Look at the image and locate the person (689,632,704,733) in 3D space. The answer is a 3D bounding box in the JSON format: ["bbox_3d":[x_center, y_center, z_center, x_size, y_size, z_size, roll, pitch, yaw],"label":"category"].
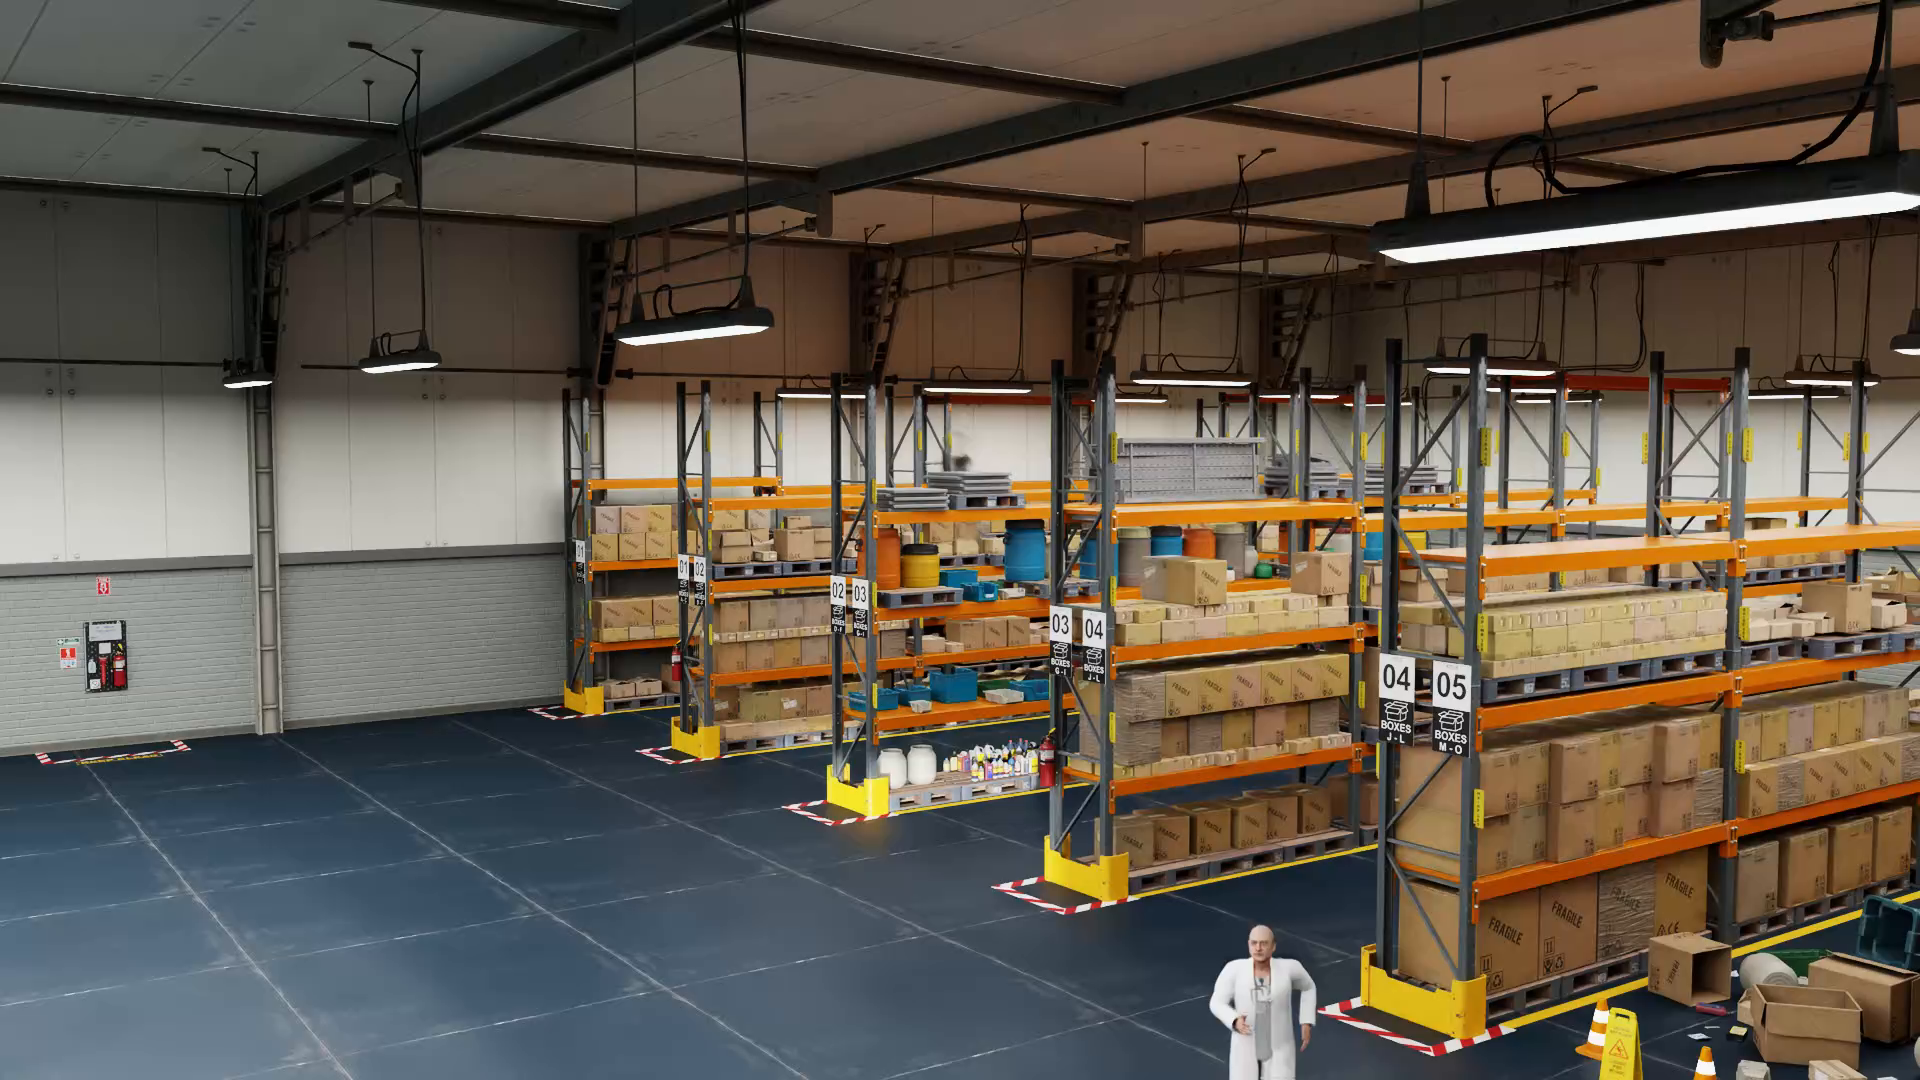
[{"bbox_3d":[-4.466,2.461,28.961,0.685,1.720,0.771,4,5,44],"label":"person"}]

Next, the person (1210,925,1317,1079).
[{"bbox_3d":[2.095,3.632,11.517,0.718,1.559,1.059,1,4,13],"label":"person"}]
